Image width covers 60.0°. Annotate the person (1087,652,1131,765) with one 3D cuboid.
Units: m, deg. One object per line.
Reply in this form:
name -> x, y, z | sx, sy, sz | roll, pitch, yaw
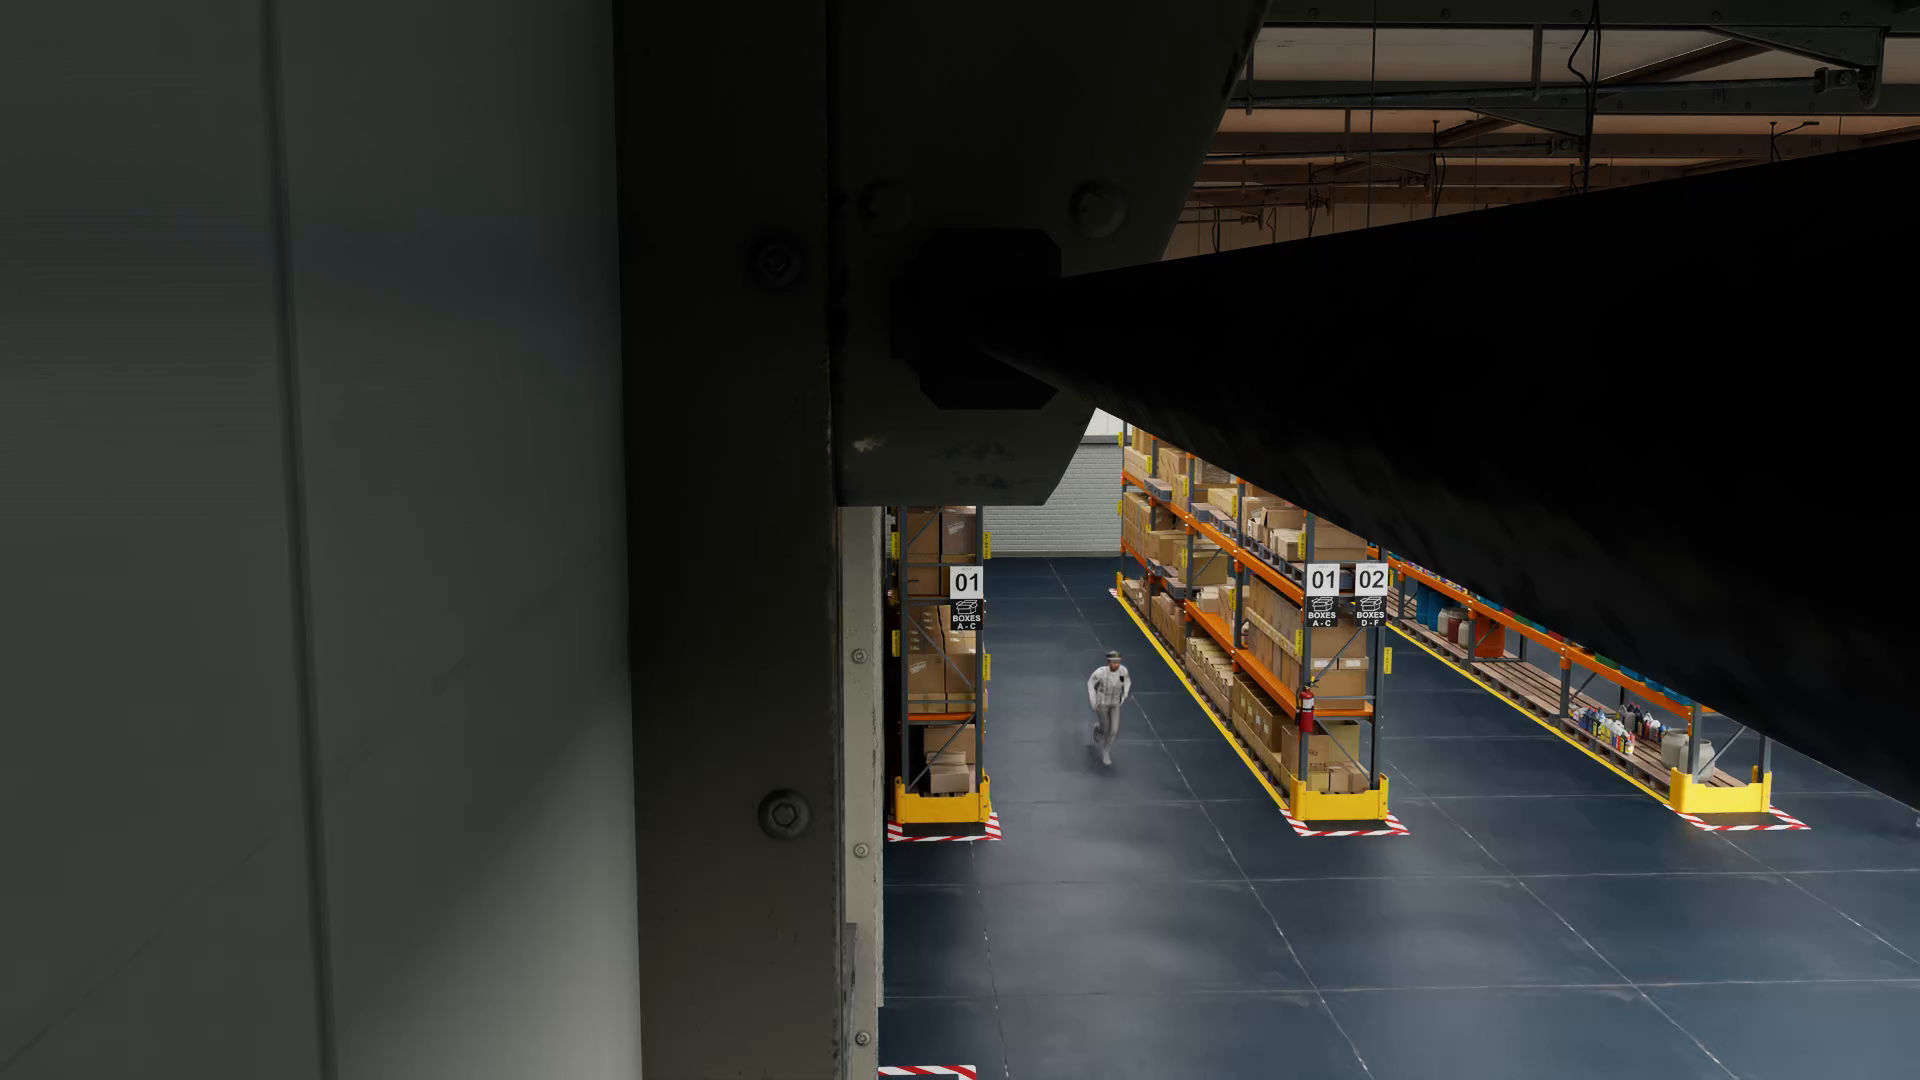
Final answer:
person -> 2.065, 2.300, 23.287 | 0.614, 1.627, 0.797 | -3, 8, -17
